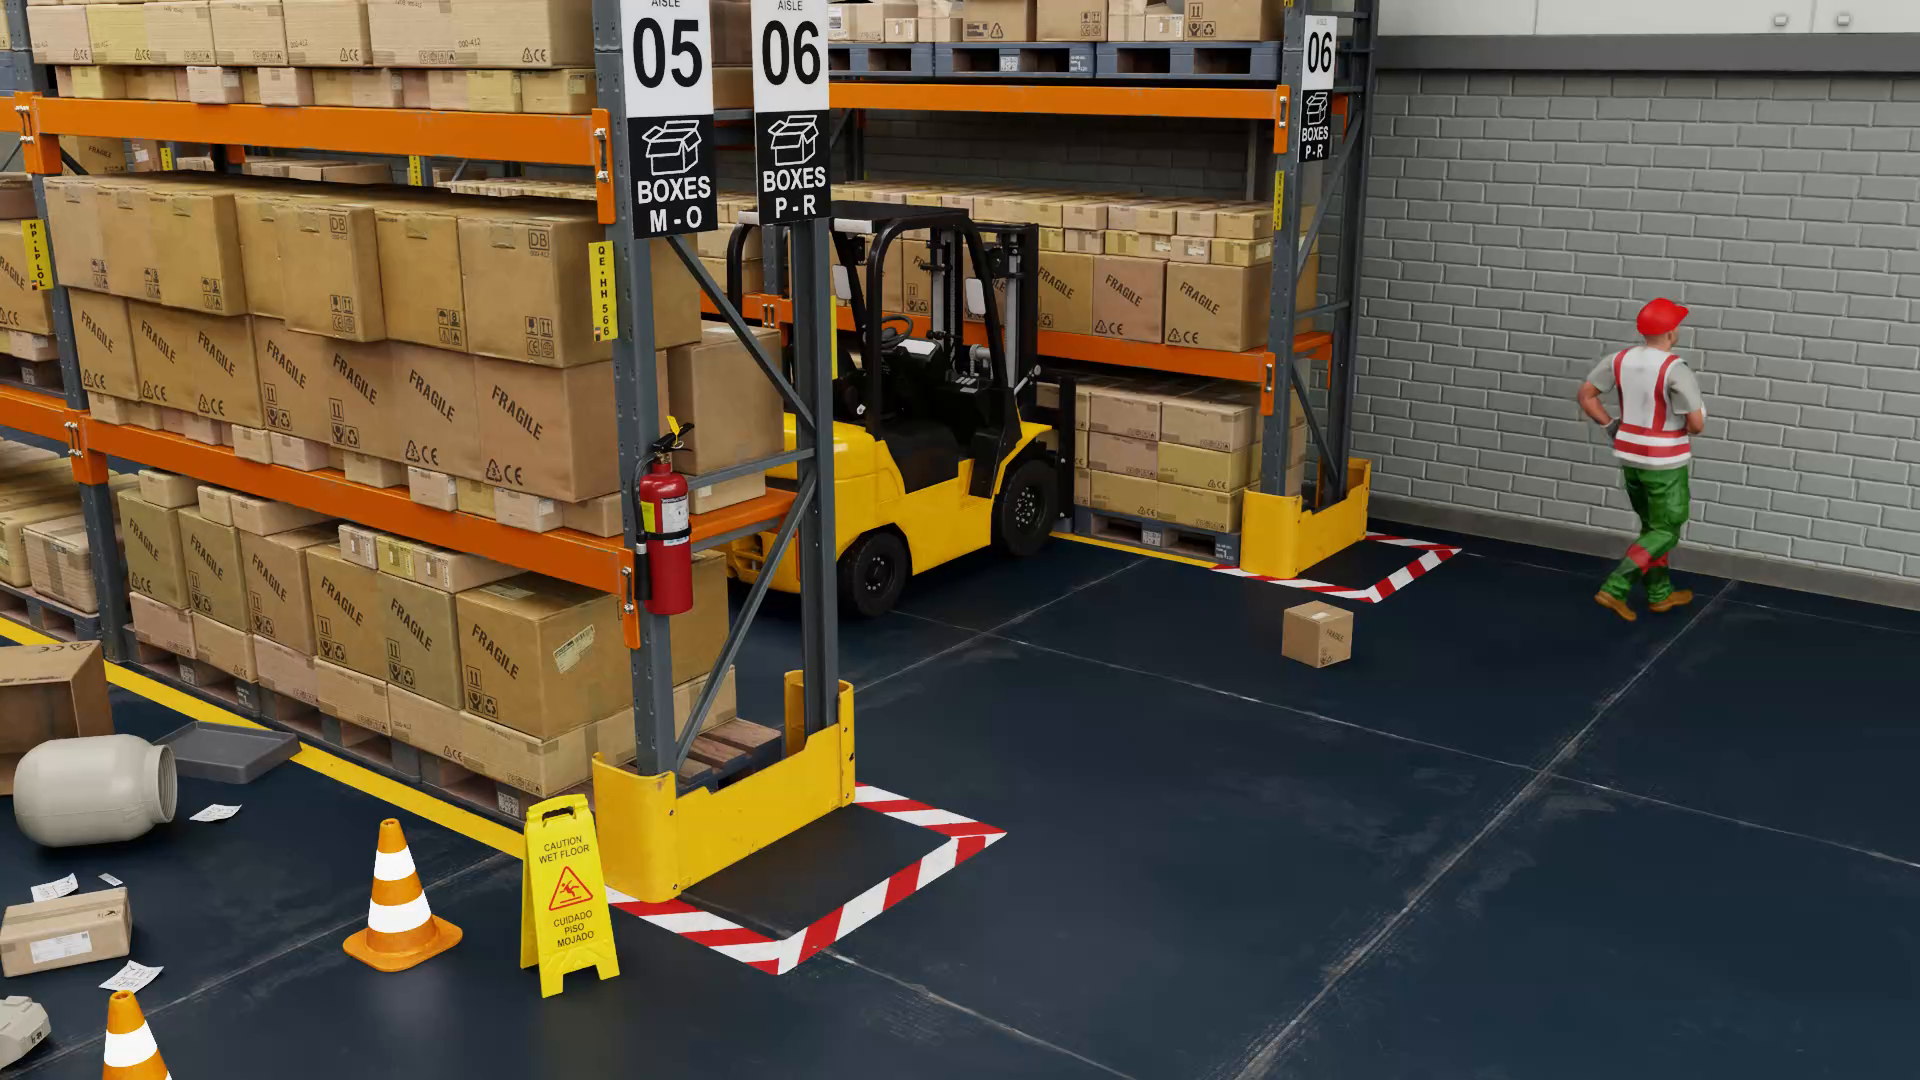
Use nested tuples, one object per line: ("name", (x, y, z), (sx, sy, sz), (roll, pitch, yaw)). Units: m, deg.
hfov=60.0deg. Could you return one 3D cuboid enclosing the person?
("person", (3.742, -0.424, 8.922), (0.839, 1.768, 0.669), (-7, 18, -24))
